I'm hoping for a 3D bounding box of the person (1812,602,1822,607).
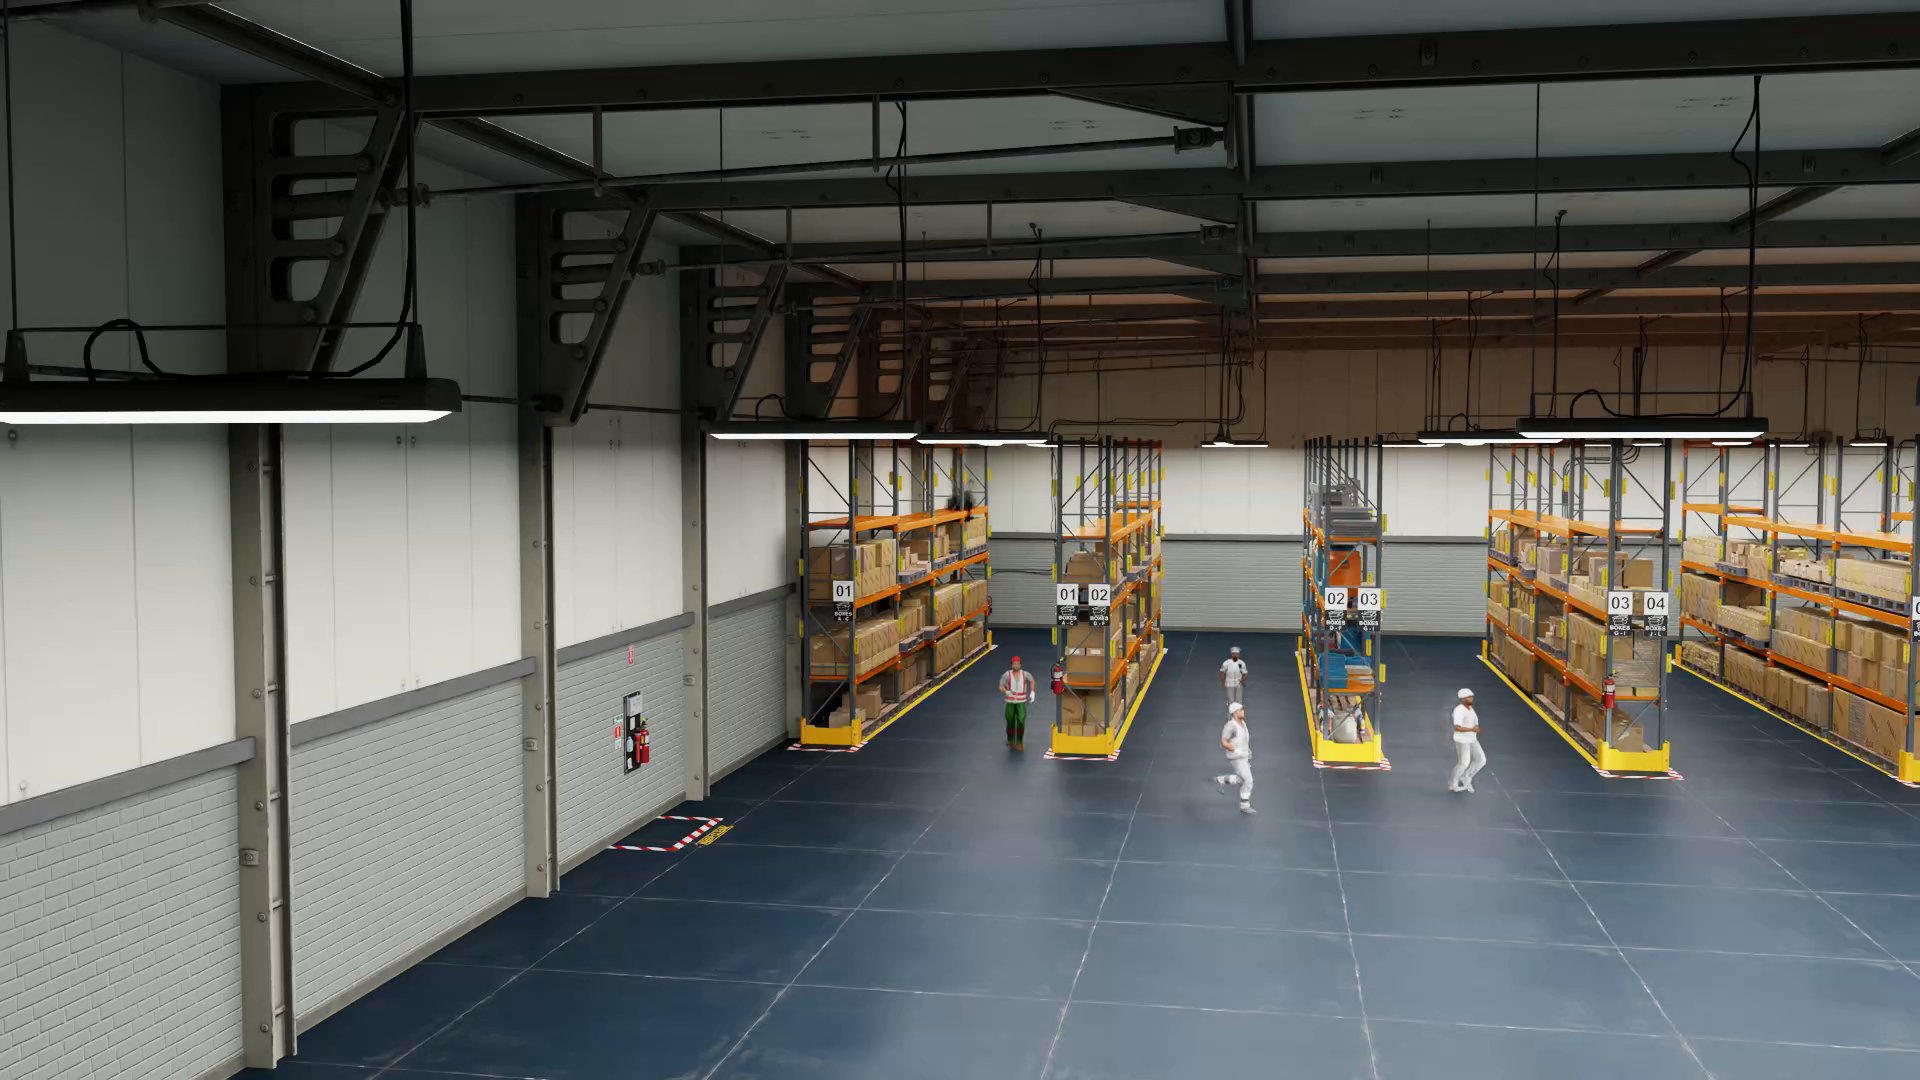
[{"bbox_3d":[23.393,2.427,45.228,0.849,1.704,0.629,1,3,18],"label":"person"}]

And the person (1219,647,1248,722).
[{"bbox_3d":[5.672,3.037,34.381,0.573,1.661,0.547,0,3,2],"label":"person"}]

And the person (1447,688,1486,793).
[{"bbox_3d":[8.466,3.349,27.684,0.687,1.758,0.664,3,4,43],"label":"person"}]

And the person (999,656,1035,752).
[{"bbox_3d":[1.084,3.131,31.681,0.696,1.839,0.719,0,3,0],"label":"person"}]

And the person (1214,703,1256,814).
[{"bbox_3d":[4.361,3.446,26.386,0.763,1.739,0.673,2,4,29],"label":"person"}]
